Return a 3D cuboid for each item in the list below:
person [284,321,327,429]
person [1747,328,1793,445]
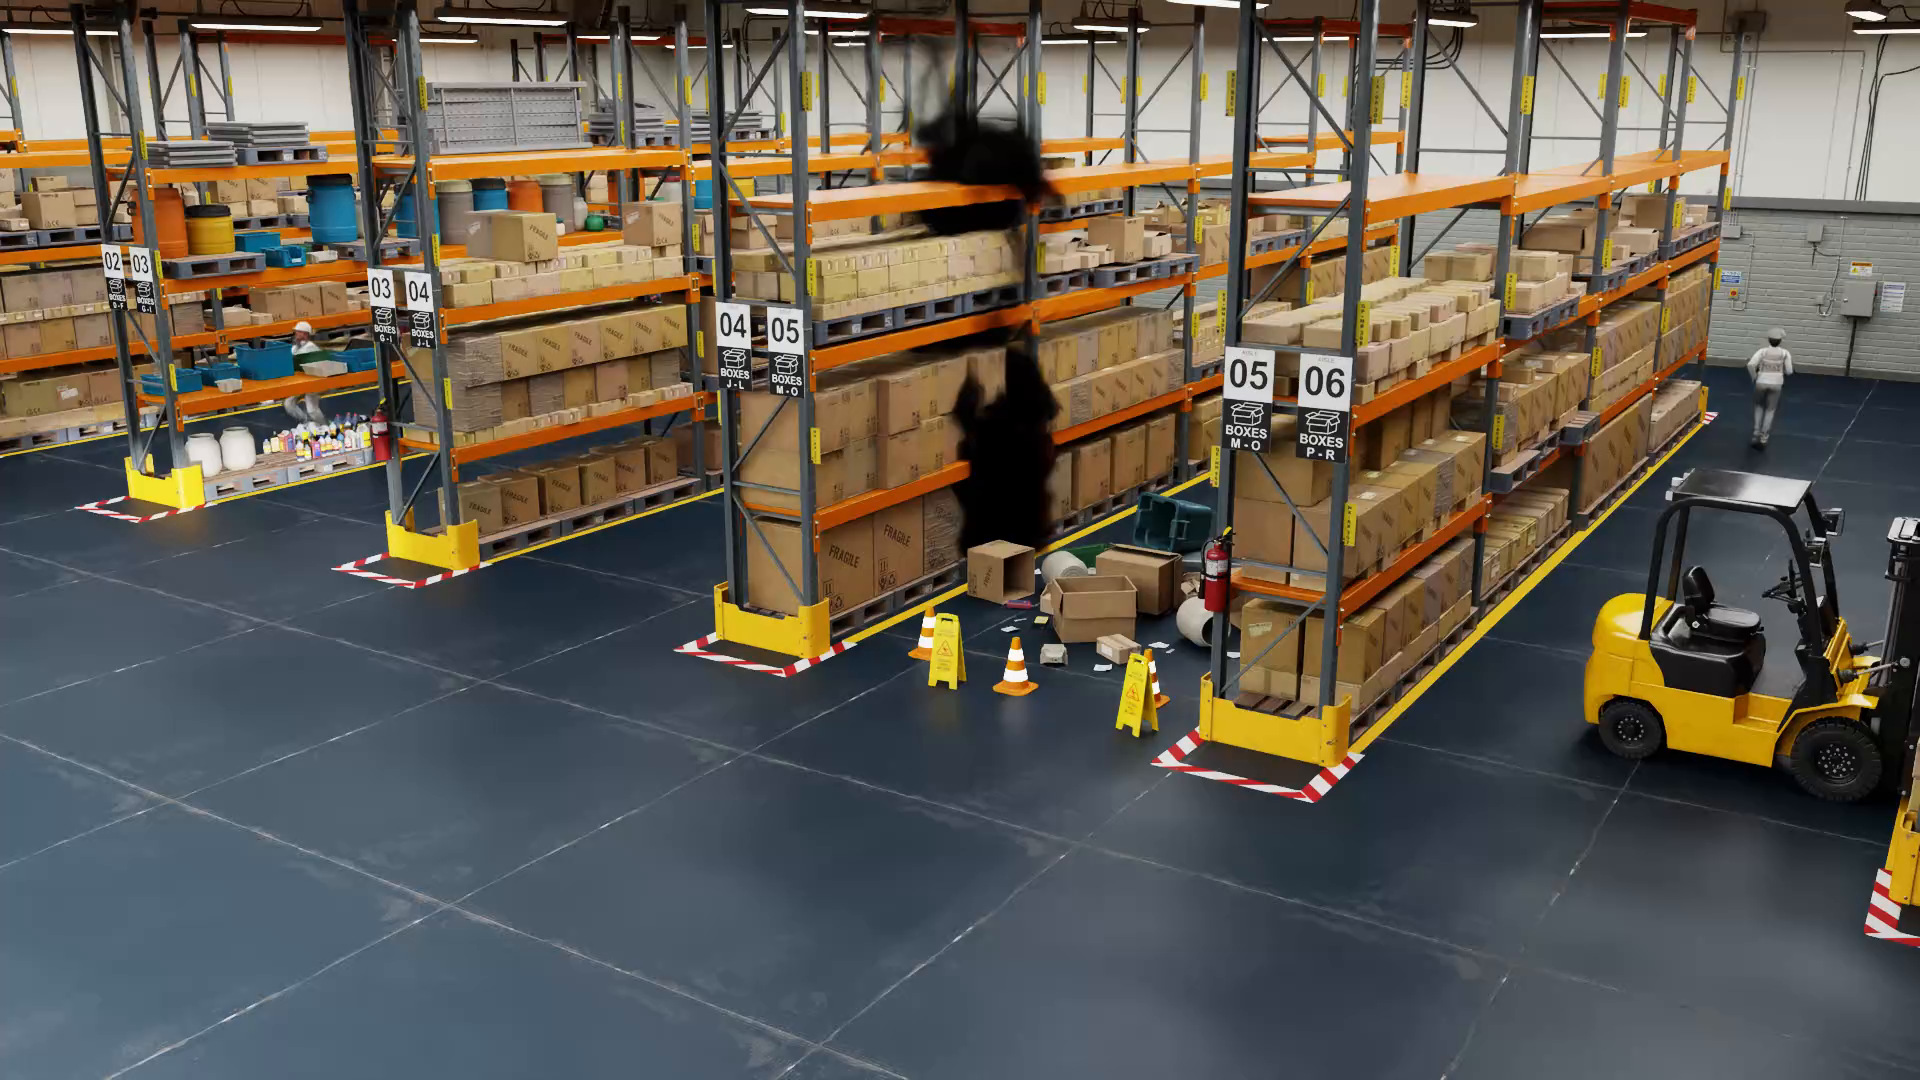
[{"bbox_3d":[-9.545,-2.292,24.165,0.638,1.751,0.670,8,17,26],"label":"person"},{"bbox_3d":[11.640,-2.195,23.967,0.592,1.734,0.684,8,18,28],"label":"person"}]
